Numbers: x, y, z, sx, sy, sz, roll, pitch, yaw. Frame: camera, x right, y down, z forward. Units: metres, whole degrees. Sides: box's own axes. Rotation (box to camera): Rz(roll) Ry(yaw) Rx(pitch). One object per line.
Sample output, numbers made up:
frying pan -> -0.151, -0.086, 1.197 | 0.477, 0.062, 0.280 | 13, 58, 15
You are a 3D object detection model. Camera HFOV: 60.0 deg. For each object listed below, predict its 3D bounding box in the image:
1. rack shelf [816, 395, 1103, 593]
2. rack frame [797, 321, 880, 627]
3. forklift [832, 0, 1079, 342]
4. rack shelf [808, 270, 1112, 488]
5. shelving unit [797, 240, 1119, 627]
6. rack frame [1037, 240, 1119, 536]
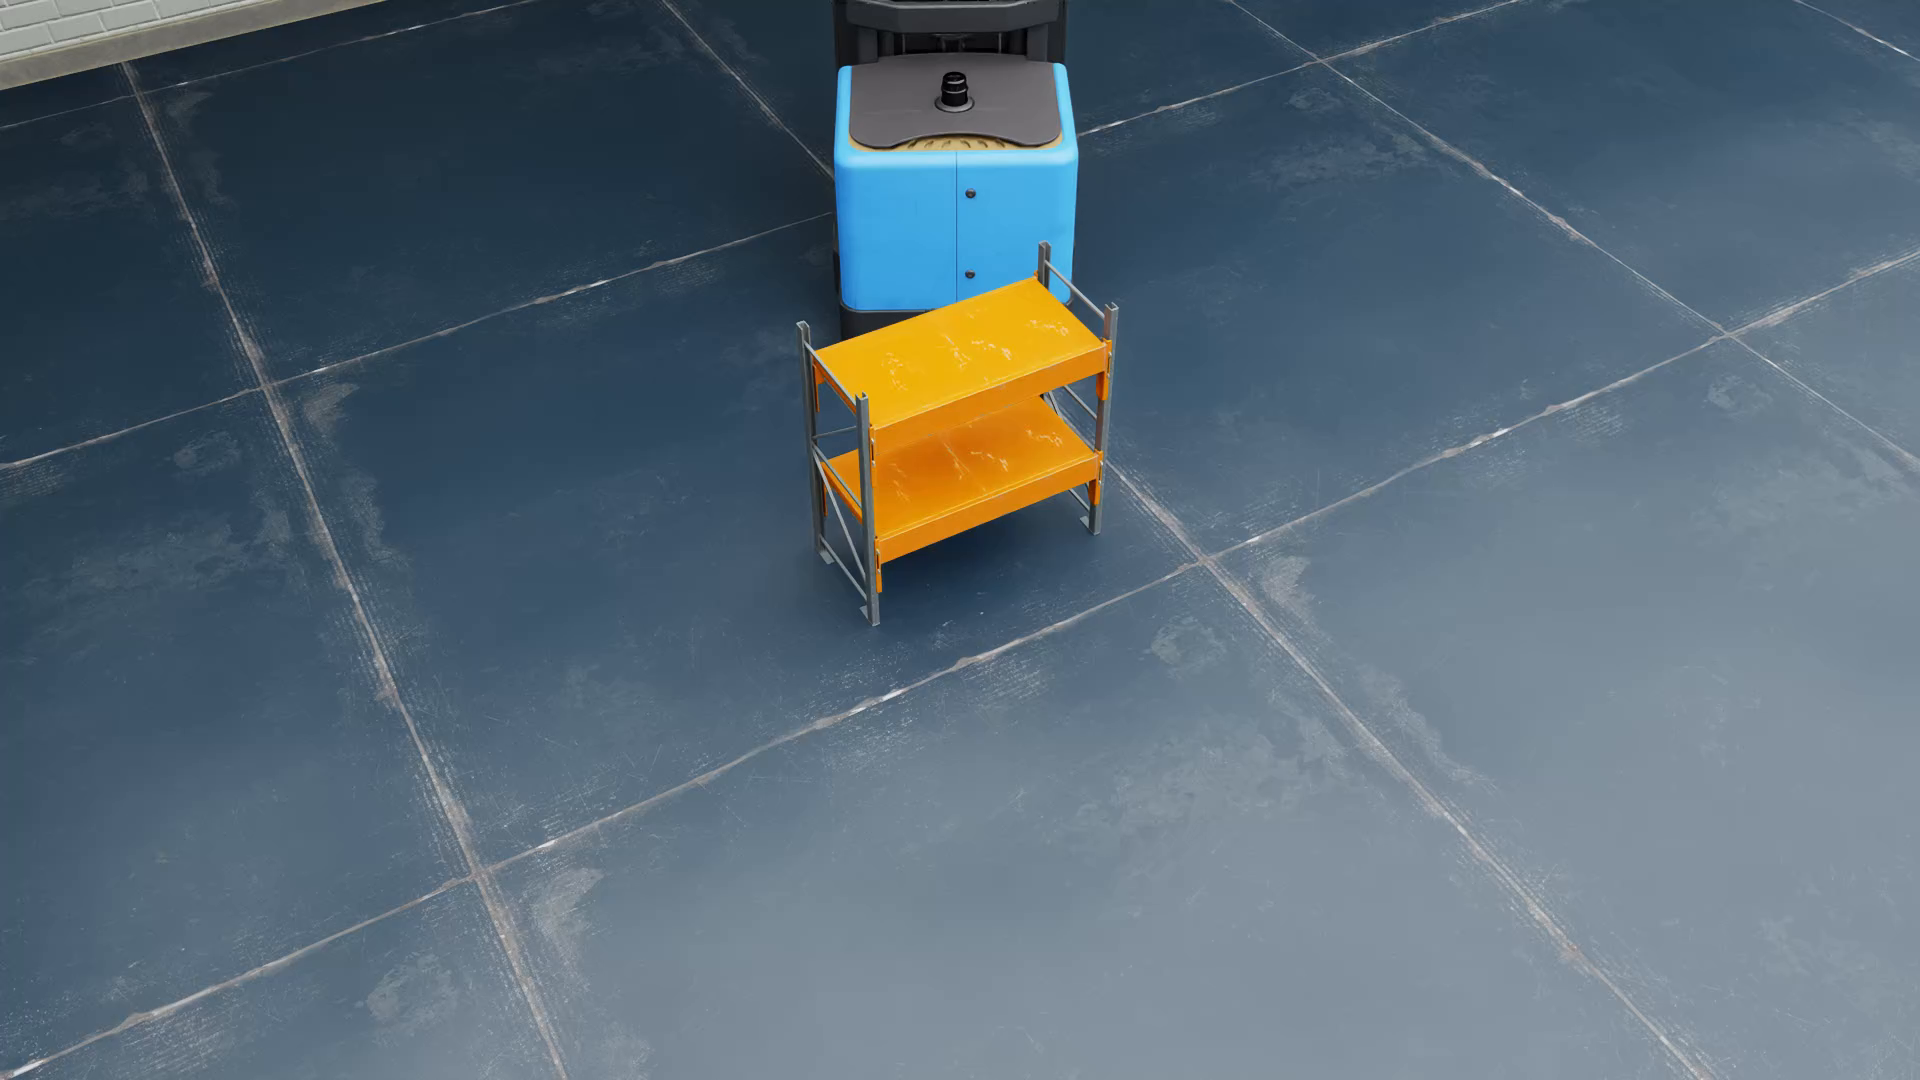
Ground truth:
rack shelf -> -0.006, -0.226, 6.526 | 1.000, 0.278, 0.538 | -22, 48, -21
rack frame -> -0.447, -0.225, 6.174 | 0.032, 1.125, 0.500 | -22, 48, -21
forklift -> -0.053, -2.895, 7.629 | 1.130, 2.935, 3.031 | -1, 44, -1
rack shelf -> -0.006, -0.611, 6.152 | 1.000, 0.278, 0.538 | -22, 48, -21
shelving unit -> -0.006, -0.401, 6.356 | 1.048, 1.125, 0.538 | -22, 48, -21
rack frame -> 0.435, -0.578, 6.538 | 0.032, 1.125, 0.500 | -22, 48, -21
